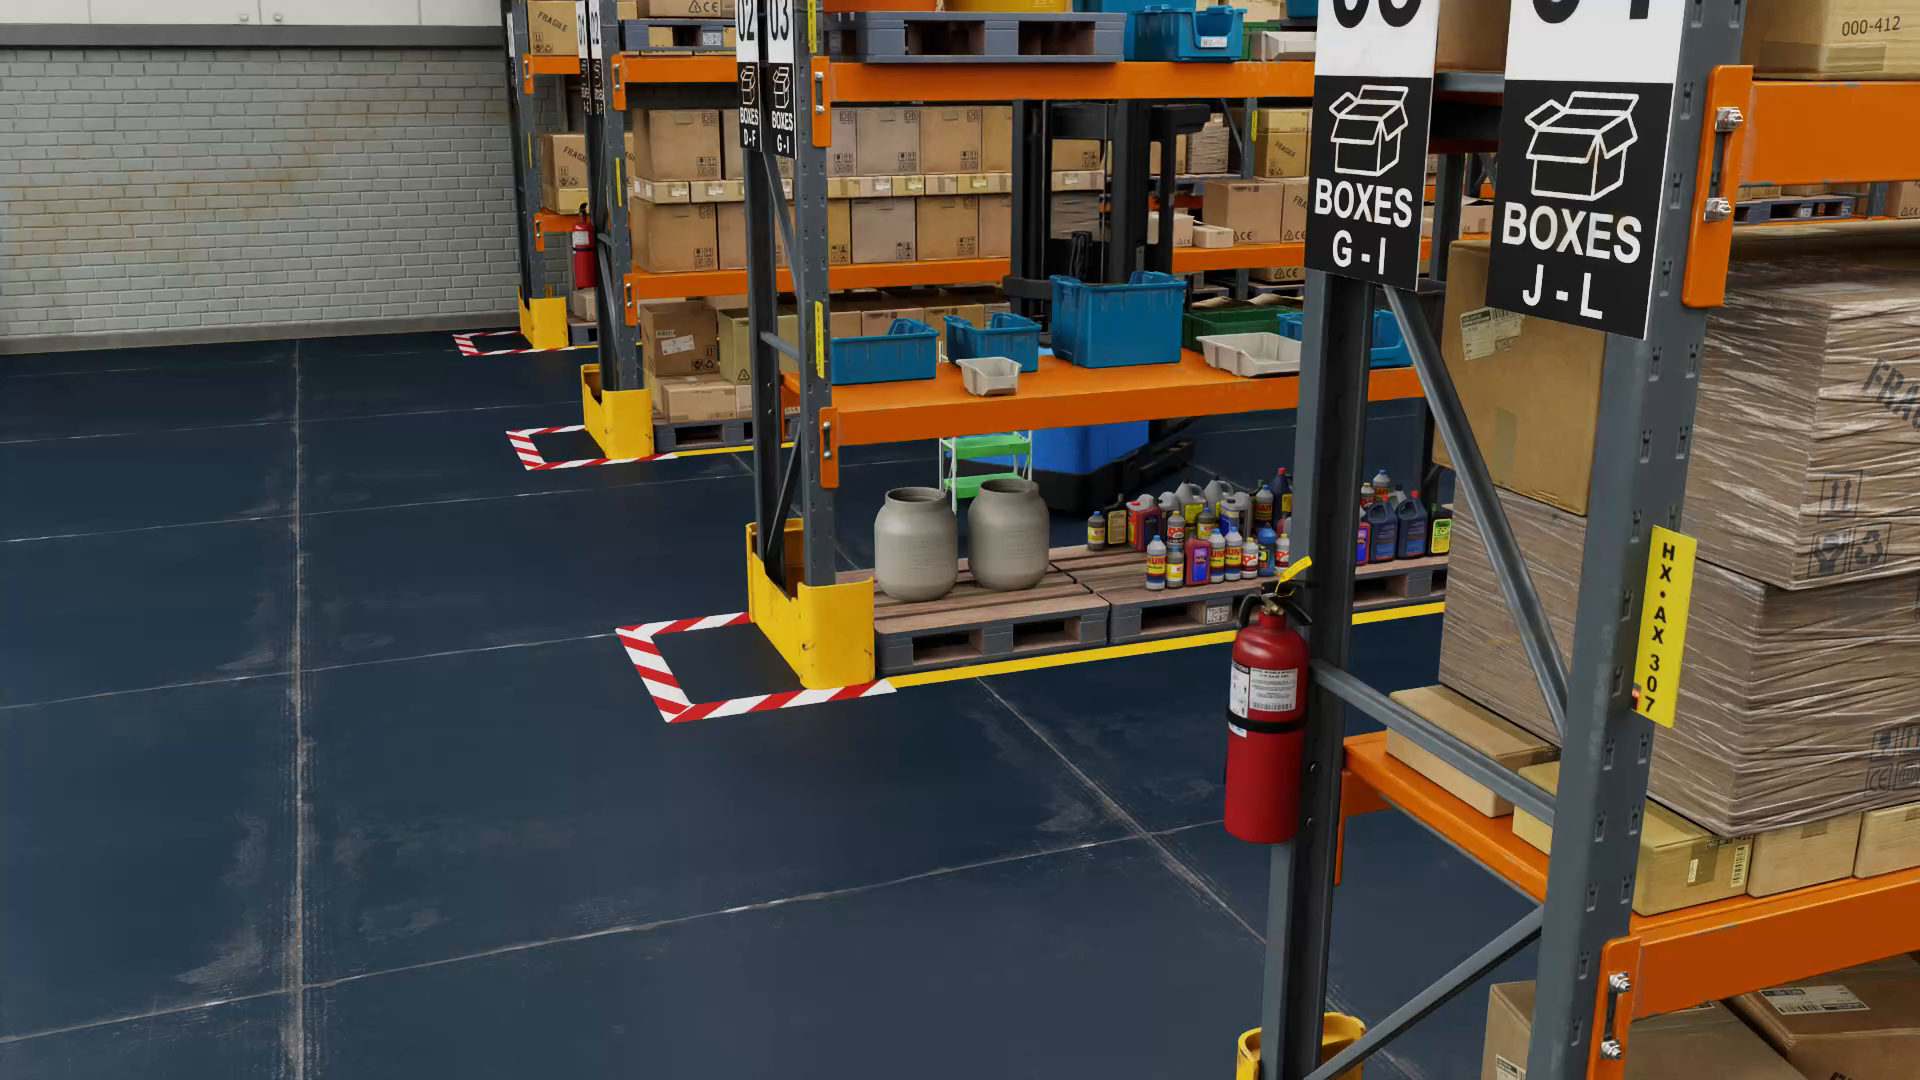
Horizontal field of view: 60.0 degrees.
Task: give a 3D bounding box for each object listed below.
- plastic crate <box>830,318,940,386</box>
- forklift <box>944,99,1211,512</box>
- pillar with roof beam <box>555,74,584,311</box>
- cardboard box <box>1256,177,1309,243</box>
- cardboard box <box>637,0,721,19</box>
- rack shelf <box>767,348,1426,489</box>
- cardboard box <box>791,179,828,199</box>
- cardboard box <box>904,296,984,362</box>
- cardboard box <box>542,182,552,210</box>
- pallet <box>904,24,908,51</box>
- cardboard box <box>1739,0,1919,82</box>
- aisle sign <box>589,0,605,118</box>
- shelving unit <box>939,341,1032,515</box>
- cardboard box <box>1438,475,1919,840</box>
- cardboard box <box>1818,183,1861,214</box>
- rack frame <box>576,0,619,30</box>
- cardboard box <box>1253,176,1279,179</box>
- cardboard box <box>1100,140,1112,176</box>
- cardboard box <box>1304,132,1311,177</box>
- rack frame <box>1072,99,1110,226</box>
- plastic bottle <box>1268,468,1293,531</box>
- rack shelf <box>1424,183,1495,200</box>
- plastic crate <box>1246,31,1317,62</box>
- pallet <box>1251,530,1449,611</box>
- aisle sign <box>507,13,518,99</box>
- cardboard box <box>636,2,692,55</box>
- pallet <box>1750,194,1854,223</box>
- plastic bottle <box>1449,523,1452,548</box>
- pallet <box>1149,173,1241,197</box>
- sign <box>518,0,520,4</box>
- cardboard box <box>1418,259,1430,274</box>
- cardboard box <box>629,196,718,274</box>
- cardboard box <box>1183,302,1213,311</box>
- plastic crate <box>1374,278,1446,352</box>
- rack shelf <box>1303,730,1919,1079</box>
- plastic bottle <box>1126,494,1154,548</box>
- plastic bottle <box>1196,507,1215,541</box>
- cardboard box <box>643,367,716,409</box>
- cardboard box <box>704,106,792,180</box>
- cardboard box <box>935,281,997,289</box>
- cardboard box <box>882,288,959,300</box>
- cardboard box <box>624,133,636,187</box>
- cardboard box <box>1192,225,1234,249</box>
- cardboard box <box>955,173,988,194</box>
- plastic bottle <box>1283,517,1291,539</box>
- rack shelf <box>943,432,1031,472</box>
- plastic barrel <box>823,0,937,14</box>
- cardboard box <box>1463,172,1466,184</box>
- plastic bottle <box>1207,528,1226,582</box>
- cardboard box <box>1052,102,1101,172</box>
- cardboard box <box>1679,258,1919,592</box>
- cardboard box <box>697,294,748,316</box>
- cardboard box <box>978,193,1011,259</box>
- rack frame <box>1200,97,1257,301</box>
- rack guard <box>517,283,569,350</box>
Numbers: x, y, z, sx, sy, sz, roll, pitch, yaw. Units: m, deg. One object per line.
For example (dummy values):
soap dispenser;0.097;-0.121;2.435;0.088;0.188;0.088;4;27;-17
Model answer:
plastic crate;-0.446;-0.945;8.257;0.616;0.251;0.499;-6;17;-20
forklift;1.036;-1.951;11.540;1.130;2.935;3.031;9;18;27
pillar with roof beam;-2.467;-5.538;12.986;0.400;9.000;9.100;-6;17;-20
cardboard box;2.842;-2.819;14.197;0.500;0.500;0.500;-6;17;-20
cardboard box;-2.037;-4.005;11.913;0.637;0.503;0.797;-5;17;-16
rack shelf;1.061;-0.744;8.584;4.000;0.370;1.077;-6;17;-20
cardboard box;-1.169;-2.638;12.428;0.250;0.149;0.380;-7;18;-22
cardboard box;-0.132;-1.633;13.140;0.500;0.500;0.500;-6;17;-20
cardboard box;-3.984;-3.530;17.025;0.500;0.250;0.500;-6;17;-19
pallet;-0.765;-3.776;12.468;1.213;0.211;1.003;-6;17;-20
cardboard box;1.508;-0.932;2.891;0.500;0.250;0.500;-6;17;-18
aisle sign;-2.527;-3.351;11.572;0.004;0.787;0.394;-6;17;-20
shelving unit;0.155;-0.592;9.986;0.503;1.200;0.258;-6;17;-20
cardboard box;1.489;0.177;3.467;0.500;0.500;0.875;-6;17;-20
cardboard box;9.005;-3.567;16.743;0.500;0.500;0.500;-6;17;-19
rack frame;-2.575;-5.069;11.390;0.127;3.000;1.000;-6;17;-20
cardboard box;3.509;-4.162;19.357;0.250;0.149;0.380;-6;18;-21
cardboard box;1.528;-4.378;18.725;0.500;0.500;0.700;-6;17;-20
cardboard box;4.156;-4.533;19.469;0.500;0.500;0.500;-6;17;-18
rack frame;1.160;-2.594;13.609;0.127;3.000;1.000;-6;17;-20
plastic bottle;1.850;-0.240;9.511;0.185;0.351;0.144;-7;18;-22
rack shelf;4.986;-4.157;20.207;4.000;0.370;1.077;-6;17;-20
plastic crate;1.575;-2.335;7.871;0.396;0.136;0.243;-6;17;-20
pallet;2.287;0.104;9.369;1.213;0.211;1.003;-6;17;-20
aisle sign;-4.311;-4.655;16.013;0.004;0.787;0.394;-6;17;-20
cardboard box;-2.952;-5.057;16.458;0.500;0.500;0.500;-5;17;-18
pallet;7.845;-3.257;16.206;1.213;0.211;1.003;-6;17;-20
plastic bottle;2.701;-0.041;9.098;0.097;0.201;0.097;0;16;0
pallet;2.491;-4.109;19.106;1.003;0.211;1.213;-6;17;-20
sign;-4.157;-5.210;15.641;0.005;0.325;0.100;-6;17;-20
cardboard box;5.465;-3.684;20.389;0.750;0.750;0.750;-6;17;-18
cardboard box;-2.135;-2.283;12.370;0.500;0.500;0.700;-6;17;-20
cardboard box;1.919;-1.916;14.438;0.500;0.311;0.500;-6;17;-19
plastic crate;2.394;-1.242;9.113;0.504;0.338;0.767;-6;17;-20
rack shelf;2.833;0.559;4.147;4.000;0.370;1.077;-6;17;-20
plastic bottle;0.997;-0.110;9.203;0.135;0.276;0.152;-6;17;-20
plastic bottle;1.364;-0.079;9.229;0.097;0.201;0.097;0;16;0
cardboard box;-2.180;-1.205;13.013;0.500;0.250;0.500;-6;17;-20
cardboard box;-1.596;-2.965;12.391;0.500;0.500;0.700;-7;18;-22
cardboard box;0.065;-2.988;18.604;0.500;0.500;0.700;-6;17;-18
cardboard box;-0.319;-1.771;13.609;0.500;0.500;0.500;-6;17;-20
cardboard box;-3.333;-3.808;16.641;0.500;0.500;0.500;-6;17;-20
cardboard box;2.060;-2.509;13.765;0.250;0.149;0.380;-6;17;-20
cardboard box;0.032;-2.768;12.870;0.250;0.149;0.380;-6;17;-20
plastic bottle;1.796;0.013;8.783;0.135;0.276;0.152;-6;17;-19
rack shelf;0.155;-0.531;10.004;0.480;0.148;0.258;-6;17;-20
plastic barrel;-0.398;-2.817;7.535;0.708;0.830;0.600;-6;17;-20
cardboard box;5.929;-4.396;20.156;0.250;0.149;0.380;-6;17;-20
plastic bottle;1.318;0.075;8.580;0.097;0.271;0.097;0;16;0
cardboard box;0.748;-3.218;13.254;0.500;0.500;0.700;-6;17;-20
cardboard box;1.577;-0.238;3.107;0.500;0.500;0.500;-6;17;-20
cardboard box;-2.438;-2.670;17.523;0.500;0.500;0.700;-7;18;-24
cardboard box;0.257;-2.541;13.250;0.500;0.500;0.700;-6;18;-21
rack frame;3.119;-4.301;19.419;0.127;3.000;1.000;-6;17;-20
rack guard;-4.281;-2.302;17.051;0.348;0.500;1.175;-6;17;-20
